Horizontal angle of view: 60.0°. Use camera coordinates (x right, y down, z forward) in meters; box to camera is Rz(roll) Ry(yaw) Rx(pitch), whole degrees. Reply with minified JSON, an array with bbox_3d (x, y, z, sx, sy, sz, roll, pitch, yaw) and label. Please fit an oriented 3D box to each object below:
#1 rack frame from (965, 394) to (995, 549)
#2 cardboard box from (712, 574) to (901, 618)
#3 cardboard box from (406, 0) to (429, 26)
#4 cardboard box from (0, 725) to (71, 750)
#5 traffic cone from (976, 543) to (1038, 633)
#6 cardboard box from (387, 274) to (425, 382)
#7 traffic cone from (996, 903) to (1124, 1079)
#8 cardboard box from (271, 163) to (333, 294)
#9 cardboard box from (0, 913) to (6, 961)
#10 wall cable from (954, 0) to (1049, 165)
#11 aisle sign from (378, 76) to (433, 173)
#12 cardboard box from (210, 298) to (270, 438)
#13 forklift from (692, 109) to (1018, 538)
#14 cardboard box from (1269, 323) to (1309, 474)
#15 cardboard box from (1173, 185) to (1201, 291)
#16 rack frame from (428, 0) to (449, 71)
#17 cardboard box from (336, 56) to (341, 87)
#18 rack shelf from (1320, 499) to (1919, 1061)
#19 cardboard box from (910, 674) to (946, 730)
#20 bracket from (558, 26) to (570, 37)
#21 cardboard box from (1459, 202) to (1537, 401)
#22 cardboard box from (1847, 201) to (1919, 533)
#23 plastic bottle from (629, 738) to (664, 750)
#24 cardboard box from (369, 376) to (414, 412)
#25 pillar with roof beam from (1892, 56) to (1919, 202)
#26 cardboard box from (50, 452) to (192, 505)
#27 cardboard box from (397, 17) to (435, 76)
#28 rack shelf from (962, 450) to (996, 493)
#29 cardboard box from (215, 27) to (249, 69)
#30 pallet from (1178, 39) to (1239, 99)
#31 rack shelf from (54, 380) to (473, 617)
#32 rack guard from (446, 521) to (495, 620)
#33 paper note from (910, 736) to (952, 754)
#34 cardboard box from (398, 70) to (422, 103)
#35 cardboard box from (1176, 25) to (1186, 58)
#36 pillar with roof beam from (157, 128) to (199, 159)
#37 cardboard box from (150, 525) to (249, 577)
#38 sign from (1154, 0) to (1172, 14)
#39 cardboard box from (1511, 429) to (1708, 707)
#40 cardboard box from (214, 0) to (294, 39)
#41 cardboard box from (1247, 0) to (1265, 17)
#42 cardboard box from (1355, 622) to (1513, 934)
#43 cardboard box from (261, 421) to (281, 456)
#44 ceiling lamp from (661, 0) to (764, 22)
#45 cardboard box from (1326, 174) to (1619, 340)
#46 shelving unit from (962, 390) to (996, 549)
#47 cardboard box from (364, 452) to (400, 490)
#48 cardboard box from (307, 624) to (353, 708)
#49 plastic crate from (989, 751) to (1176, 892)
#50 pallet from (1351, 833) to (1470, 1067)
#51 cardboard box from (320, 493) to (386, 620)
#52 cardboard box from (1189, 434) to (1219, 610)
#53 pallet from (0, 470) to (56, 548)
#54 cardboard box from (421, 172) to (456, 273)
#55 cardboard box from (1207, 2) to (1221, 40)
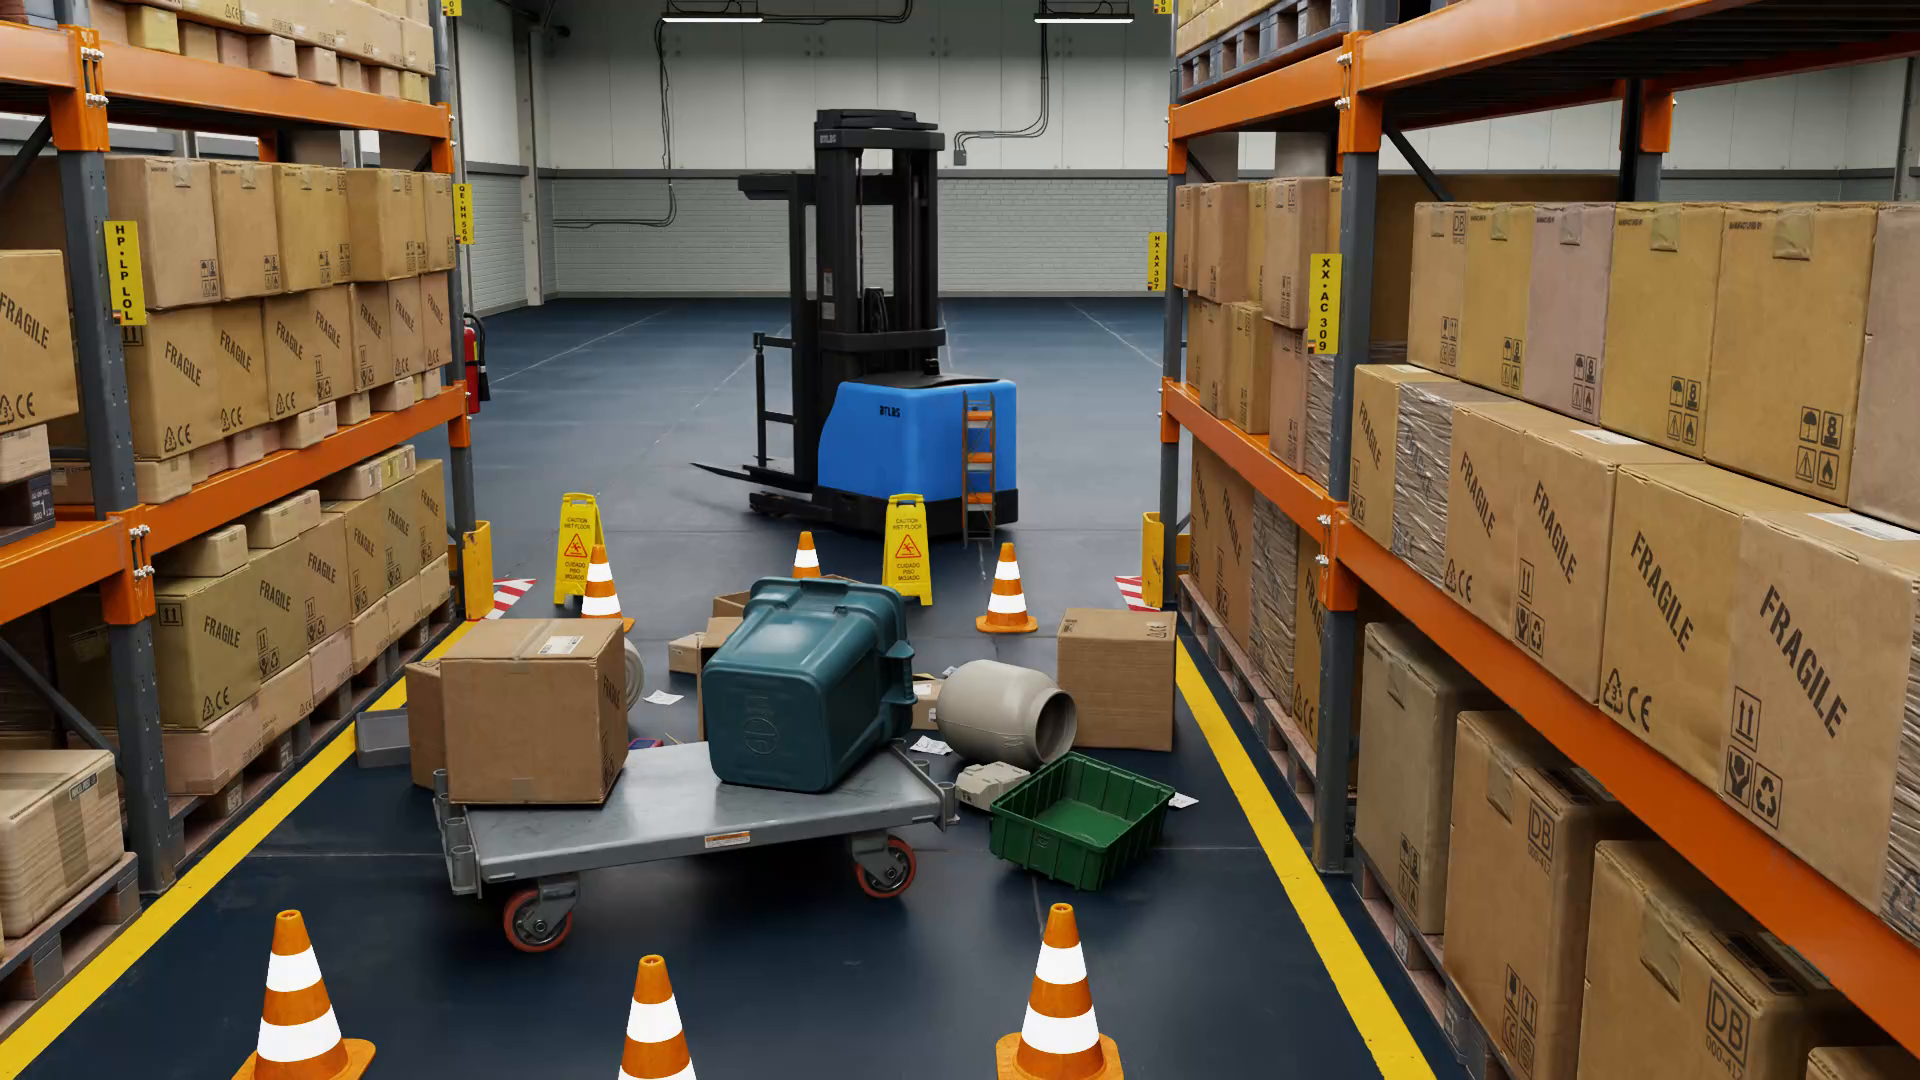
[{"bbox_3d":[0.133,-0.452,11.147,0.200,1.050,0.008,-1,11,-3],"label":"rack frame"},{"bbox_3d":[-0.712,0.494,7.860,0.797,0.503,0.637,-10,15,-40],"label":"cardboard box"},{"bbox_3d":[-2.977,-2.740,8.604,0.380,0.149,0.250,0,11,-1],"label":"cardboard box"},{"bbox_3d":[-3.478,0.752,6.168,0.500,0.250,0.500,0,11,1],"label":"cardboard box"},{"bbox_3d":[0.259,0.246,9.184,0.336,0.463,0.334,0,11,-1],"label":"traffic cone"},{"bbox_3d":[-2.987,-1.057,8.226,0.500,0.500,0.500,0,11,-1],"label":"cardboard box"},{"bbox_3d":[0.268,1.202,4.470,0.336,0.463,0.334,0,11,-1],"label":"traffic cone"},{"bbox_3d":[-2.961,-1.248,6.653,0.700,0.500,0.500,0,11,-2],"label":"cardboard box"},{"bbox_3d":[-3.165,1.056,4.364,0.950,0.372,0.625,0,11,2],"label":"cardboard box"},{"bbox_3d":[1.004,-12.103,40.028,2.305,6.003,0.169,0,11,-1],"label":"wall cable"},{"bbox_3d":[-2.991,-2.356,9.090,0.394,0.787,0.004,0,11,-1],"label":"aisle sign"},{"bbox_3d":[-2.961,-0.657,6.251,0.500,0.500,0.500,0,11,-1],"label":"cardboard box"},{"bbox_3d":[-0.934,-1.660,12.369,1.130,2.935,3.031,-10,15,-40],"label":"forklift"},{"bbox_3d":[1.697,-0.570,6.447,0.875,0.550,0.550,0,11,-1],"label":"cardboard box"},{"bbox_3d":[1.636,-1.638,8.995,0.875,0.550,0.550,0,11,-1],"label":"cardboard box"},{"bbox_3d":[-3.279,-4.009,8.686,1.000,3.000,0.127,0,11,-1],"label":"rack frame"},{"bbox_3d":[-2.994,-2.091,7.410,0.380,0.149,0.250,-1,11,-3],"label":"cardboard box"},{"bbox_3d":[1.791,0.436,3.674,1.077,0.370,4.000,0,11,-1],"label":"rack shelf"},{"bbox_3d":[-0.127,0.692,7.481,0.396,0.266,0.258,2,12,9],"label":"cardboard box"},{"bbox_3d":[-9.451,-12.128,39.654,0.235,0.232,0.430,0,11,-1],"label":"bracket"},{"bbox_3d":[1.779,-0.652,4.462,0.700,0.500,0.500,0,11,-2],"label":"cardboard box"},{"bbox_3d":[1.822,-0.248,2.469,0.700,0.500,0.500,0,11,-2],"label":"cardboard box"},{"bbox_3d":[-1.348,0.902,6.957,0.133,0.061,0.283,2,12,9],"label":"plastic bottle"},{"bbox_3d":[-2.922,-0.720,8.196,0.380,0.149,0.250,0,11,0],"label":"cardboard box"},{"bbox_3d":[17.441,-9.921,37.826,9.100,9.000,0.548,0,11,-1],"label":"pillar with roof beam"},{"bbox_3d":[-2.883,-0.214,5.703,0.380,0.149,0.250,0,11,-1],"label":"cardboard box"},{"bbox_3d":[-2.999,-2.510,8.473,0.500,0.250,0.500,0,11,-2],"label":"cardboard box"},{"bbox_3d":[0.127,-0.466,11.269,0.215,0.259,0.240,-1,11,-3],"label":"rack shelf"},{"bbox_3d":[-2.983,-1.888,6.406,0.380,0.149,0.250,-1,11,-3],"label":"cardboard box"},{"bbox_3d":[1.693,-2.388,8.465,1.003,0.211,1.213,0,11,-1],"label":"pallet"},{"bbox_3d":[-3.238,-0.318,7.394,1.077,0.370,4.000,0,11,-1],"label":"rack shelf"},{"bbox_3d":[-3.278,0.172,9.456,1.175,0.500,0.348,0,11,-1],"label":"rack guard"},{"bbox_3d":[-0.107,0.883,7.152,0.172,0.023,0.155,4,12,18],"label":"paper note"},{"bbox_3d":[-2.954,-2.296,8.422,0.380,0.149,0.250,0,11,-1],"label":"cardboard box"},{"bbox_3d":[1.354,-2.641,8.814,0.380,0.149,0.250,0,11,-1],"label":"cardboard box"},{"bbox_3d":[-5.073,-6.249,19.726,9.100,9.000,0.400,0,11,-1],"label":"pillar with roof beam"},{"bbox_3d":[-2.882,0.039,6.163,0.380,0.149,0.250,0,11,0],"label":"cardboard box"},{"bbox_3d":[1.112,-3.045,9.083,0.100,0.325,0.005,0,11,-1],"label":"sign"},{"bbox_3d":[1.521,0.043,3.549,0.500,0.500,0.500,0,11,0],"label":"cardboard box"},{"bbox_3d":[-2.949,-2.106,6.483,0.500,0.250,0.500,0,11,-1],"label":"cardboard box"},{"bbox_3d":[1.395,-2.240,6.836,0.380,0.149,0.250,0,11,-2],"label":"cardboard box"},{"bbox_3d":[1.853,0.706,5.137,1.050,0.750,0.750,0,11,-1],"label":"cardboard box"},{"bbox_3d":[-2.983,-0.419,6.713,0.380,0.149,0.250,0,11,-1],"label":"cardboard box"},{"bbox_3d":[-4.920,-11.921,33.005,2.000,3.185,0.800,0,11,-1],"label":"ceiling lamp"},{"bbox_3d":[1.777,-0.990,5.802,0.875,0.550,0.550,0,11,-1],"label":"cardboard box"},{"bbox_3d":[0.127,-0.476,11.267,0.215,1.050,0.252,-1,11,-3],"label":"shelving unit"},{"bbox_3d":[-2.925,-0.331,7.990,0.380,0.149,0.250,0,11,0],"label":"cardboard box"},{"bbox_3d":[-2.975,0.538,7.220,0.500,0.250,0.500,0,11,-2],"label":"cardboard box"},{"bbox_3d":[0.437,1.007,5.980,0.450,0.188,0.662,17,18,26],"label":"plastic crate"},{"bbox_3d":[1.841,1.206,5.085,1.003,0.211,1.213,0,11,-1],"label":"pallet"},{"bbox_3d":[-2.985,0.068,7.653,0.500,0.500,0.500,-1,11,-2],"label":"cardboard box"},{"bbox_3d":[1.748,-0.139,8.988,0.875,0.875,0.875,0,11,-1],"label":"cardboard box"},{"bbox_3d":[-3.326,-0.027,4.630,1.003,0.211,1.213,0,11,-1],"label":"pallet"},{"bbox_3d":[-3.051,-1.653,8.647,0.700,0.500,0.500,-1,11,-3],"label":"cardboard box"},{"bbox_3d":[1.375,-2.441,7.824,0.380,0.149,0.250,0,11,-1],"label":"cardboard box"}]
